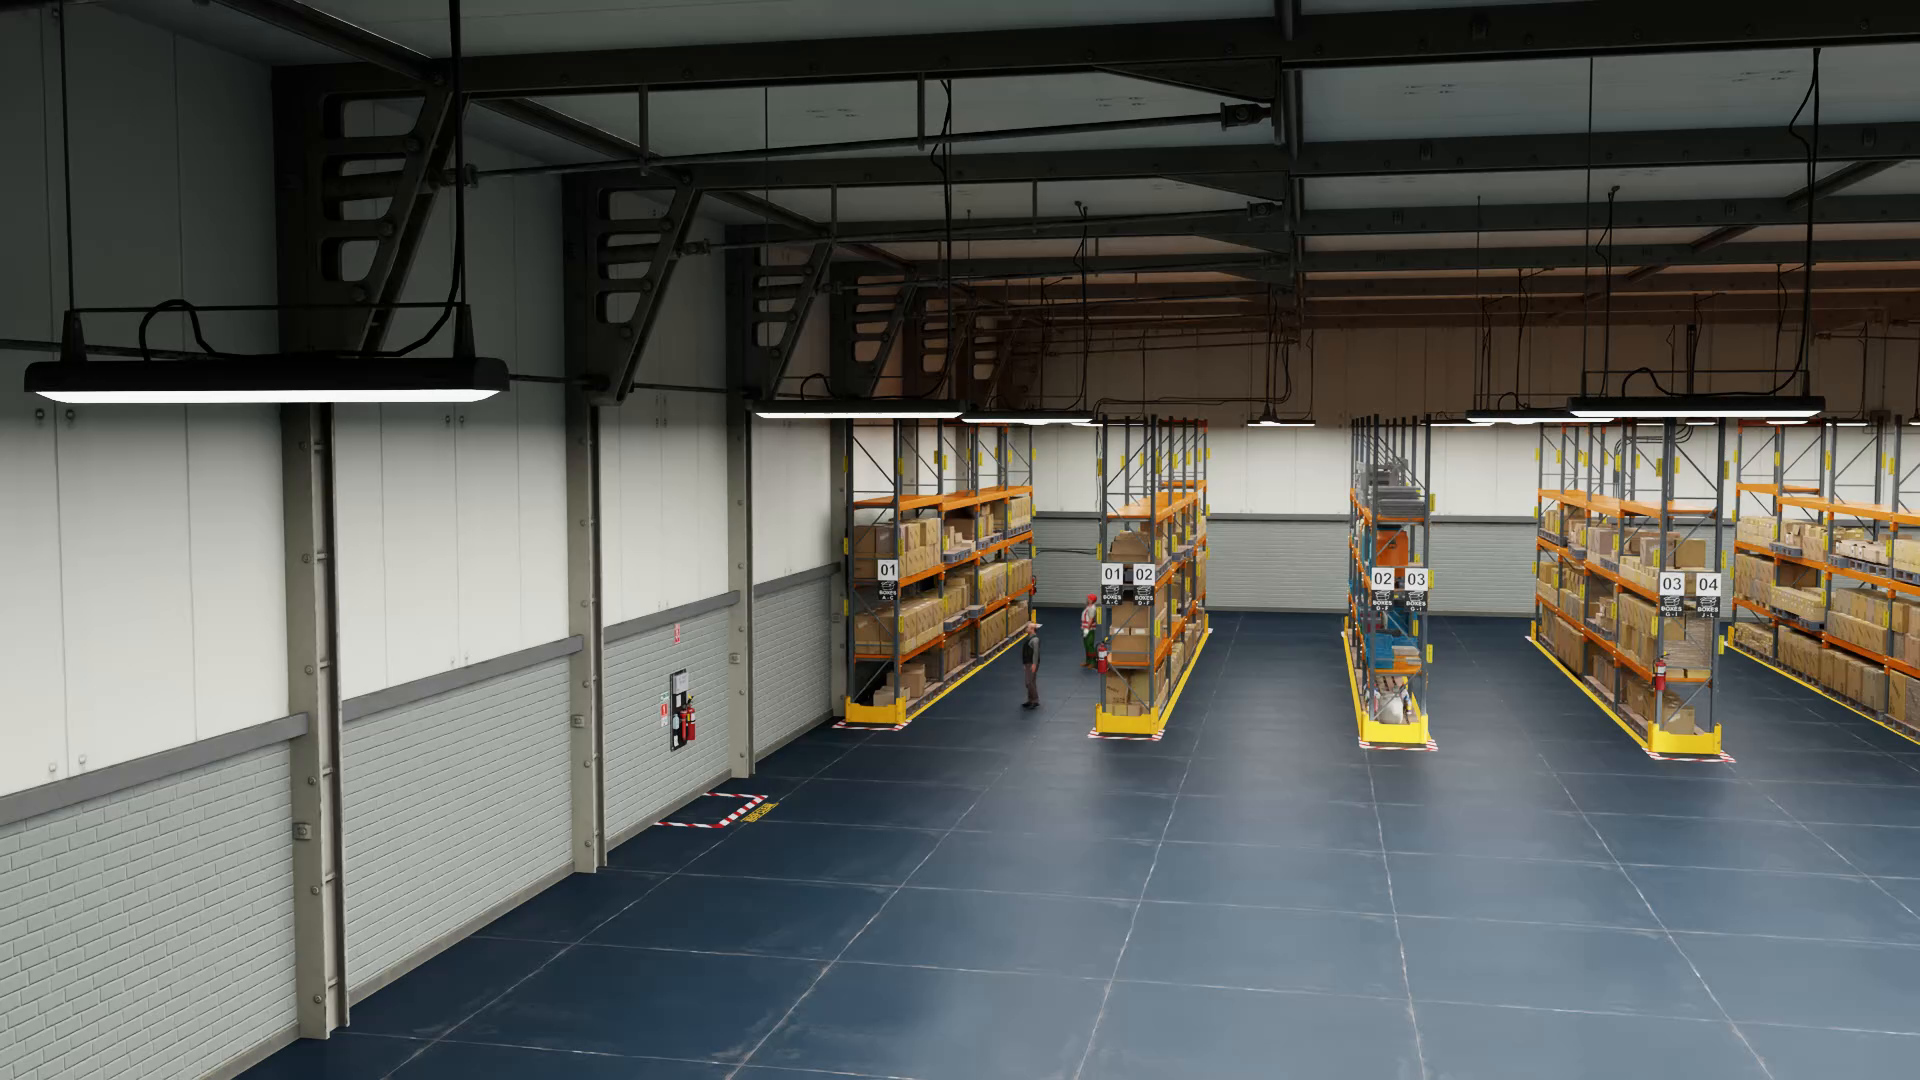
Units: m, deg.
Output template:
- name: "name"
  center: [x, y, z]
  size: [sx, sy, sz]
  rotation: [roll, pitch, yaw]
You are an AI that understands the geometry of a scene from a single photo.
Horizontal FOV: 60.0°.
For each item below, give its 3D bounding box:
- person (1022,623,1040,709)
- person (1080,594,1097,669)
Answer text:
- name: "person"
  center: [1.456, 2.593, 34.249]
  size: [0.369, 1.762, 0.567]
  rotation: [0, 4, -5]
- name: "person"
  center: [3.078, 2.185, 39.941]
  size: [0.445, 1.809, 0.569]
  rotation: [-1, 4, -21]
